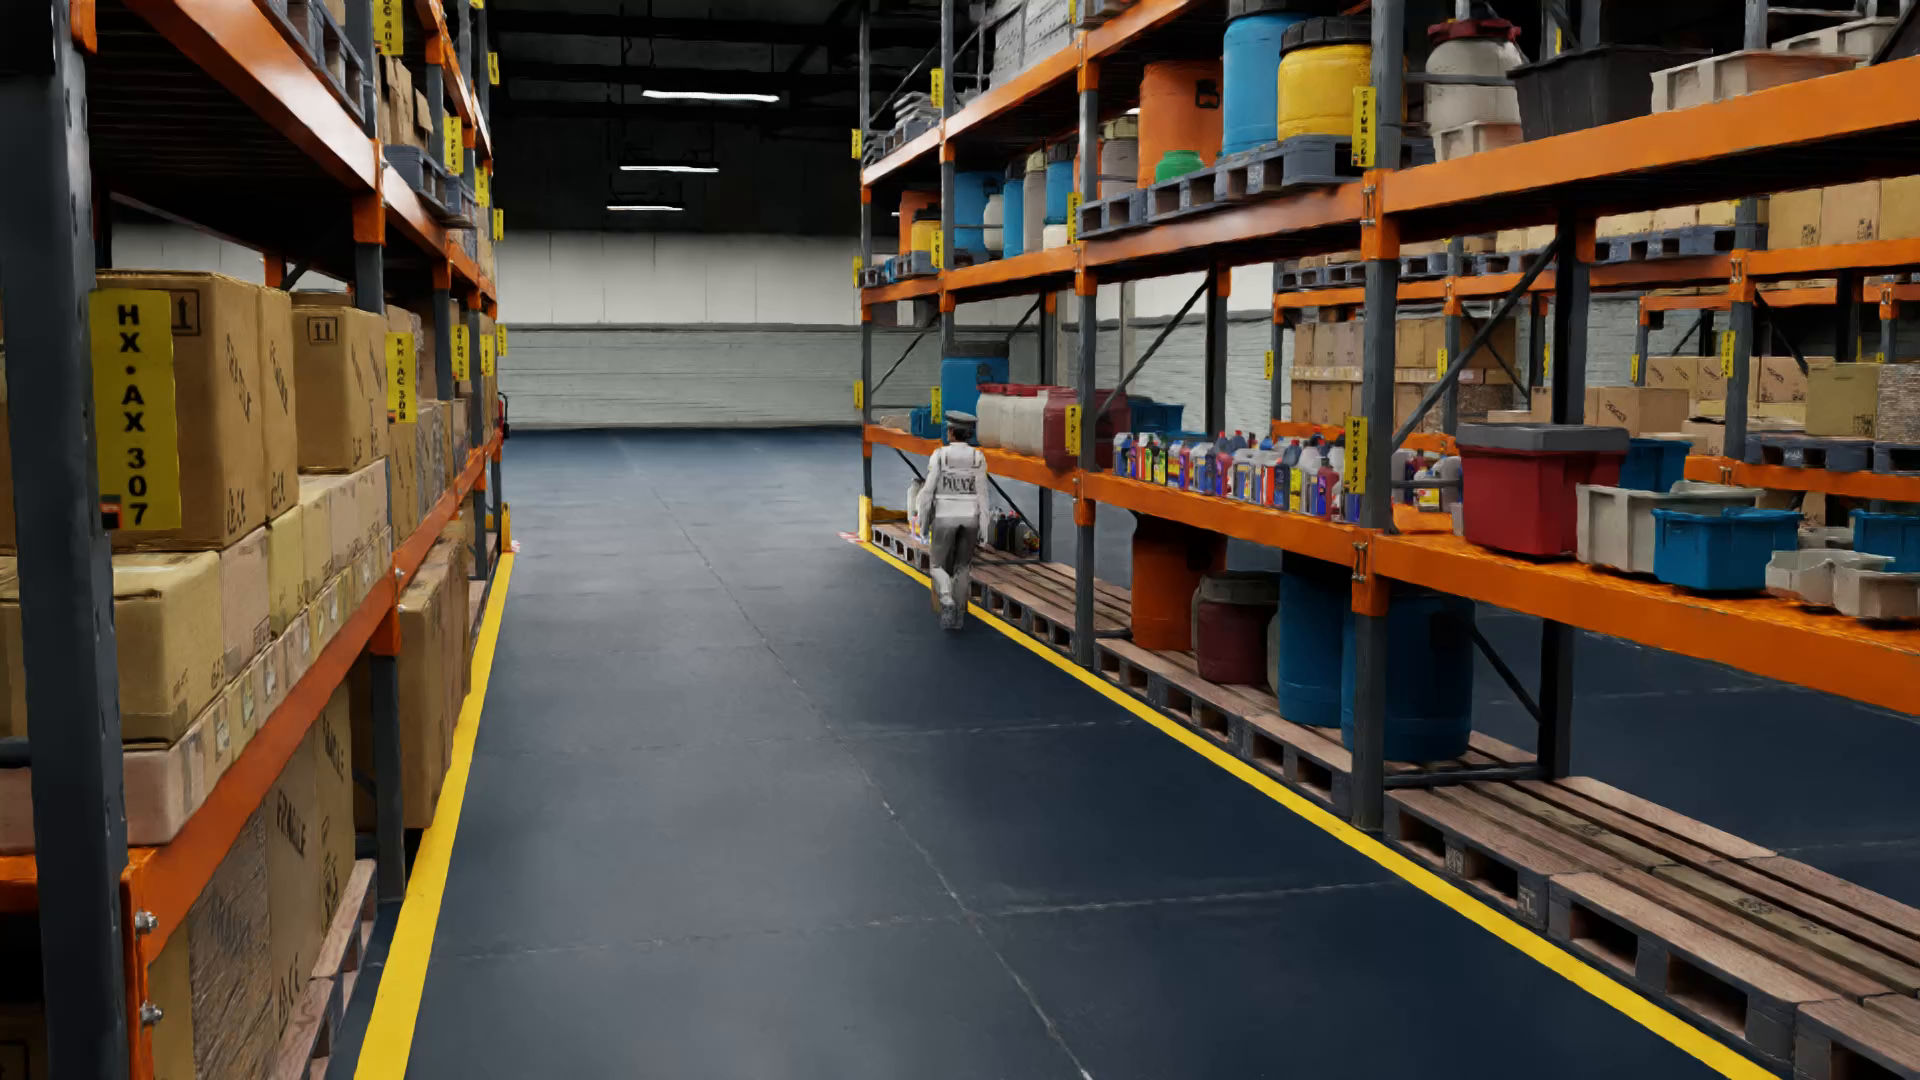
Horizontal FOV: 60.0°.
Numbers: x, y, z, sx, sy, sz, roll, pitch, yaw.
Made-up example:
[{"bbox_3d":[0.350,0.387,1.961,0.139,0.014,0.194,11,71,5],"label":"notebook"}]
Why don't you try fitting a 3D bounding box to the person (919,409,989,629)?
[{"bbox_3d":[-0.034,-0.136,12.317,0.523,1.651,0.766,-1,6,-11],"label":"person"}]
